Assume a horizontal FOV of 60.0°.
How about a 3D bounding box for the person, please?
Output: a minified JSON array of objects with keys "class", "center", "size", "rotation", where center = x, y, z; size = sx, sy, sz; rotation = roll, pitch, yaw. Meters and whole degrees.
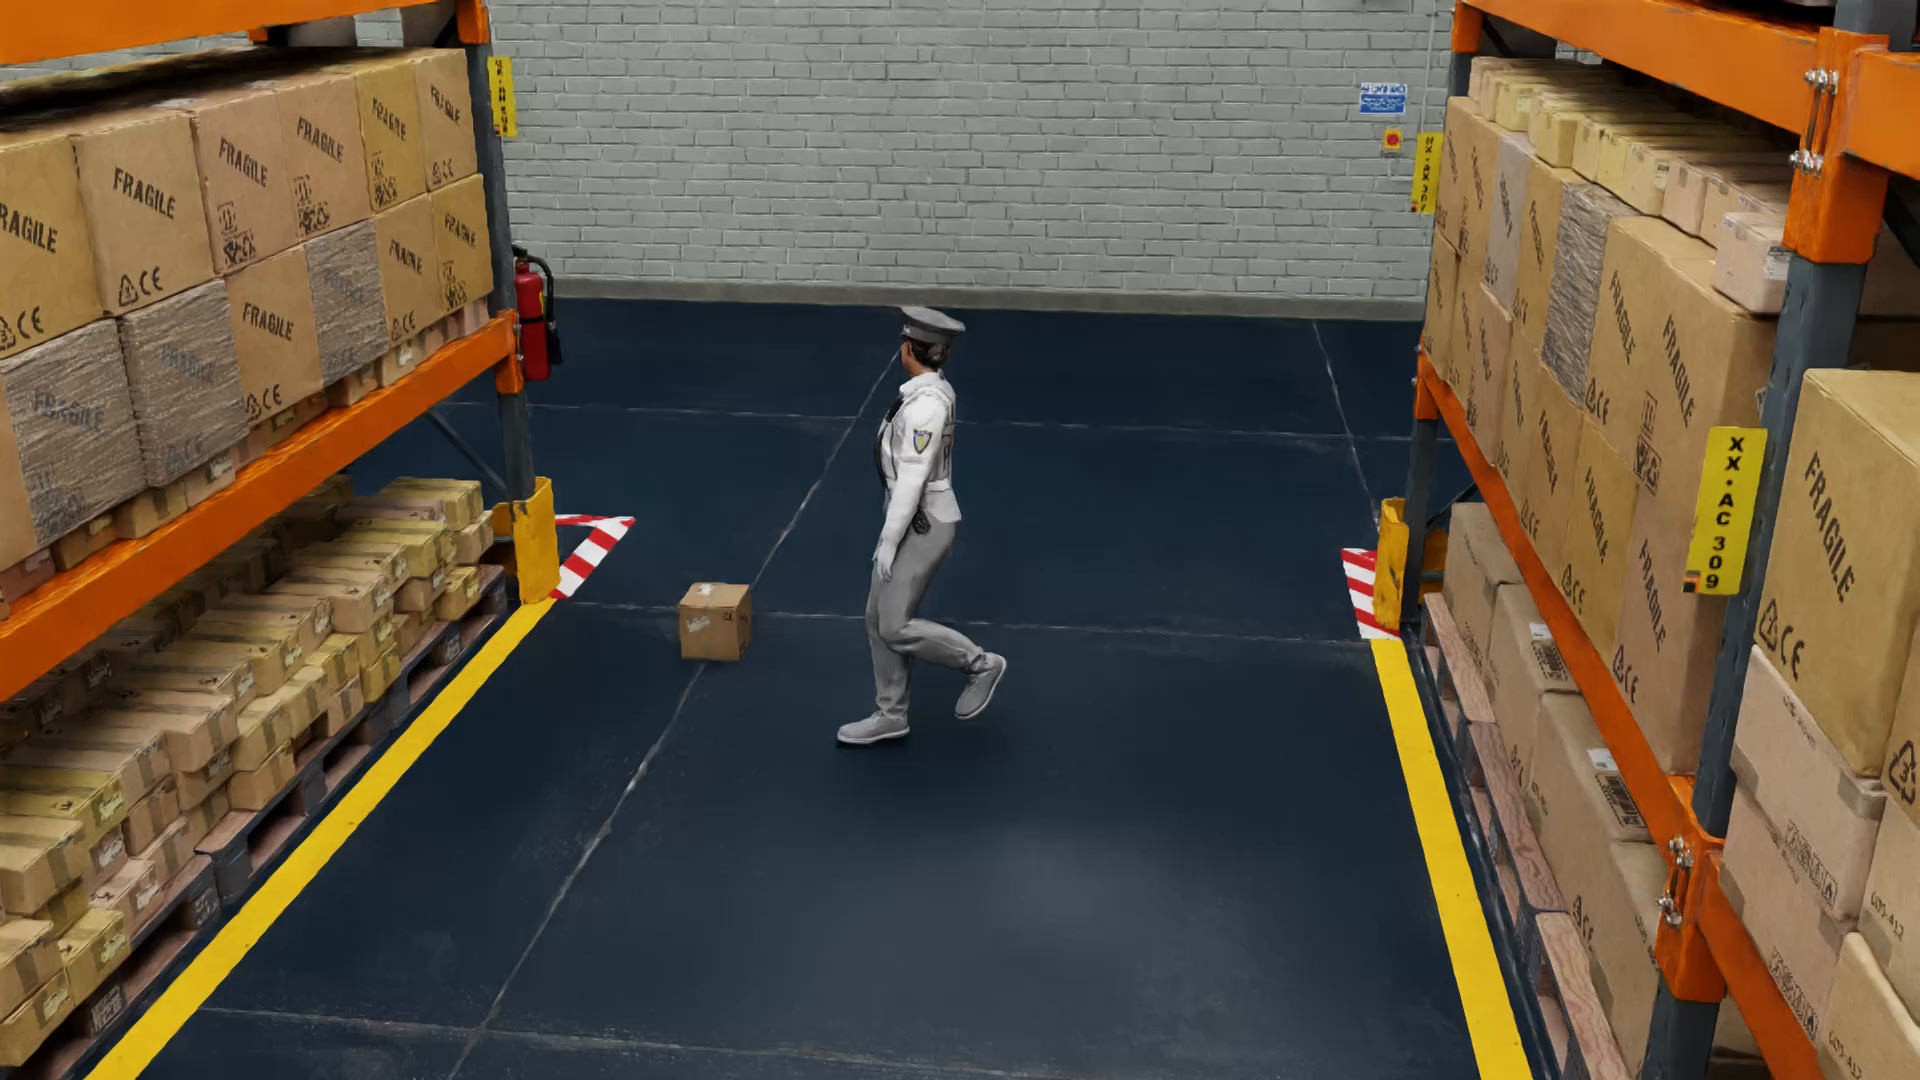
[{"class":"person","center":[-0.163,-0.052,6.255],"size":[0.647,1.623,0.520],"rotation":[-2,21,-4]}]
